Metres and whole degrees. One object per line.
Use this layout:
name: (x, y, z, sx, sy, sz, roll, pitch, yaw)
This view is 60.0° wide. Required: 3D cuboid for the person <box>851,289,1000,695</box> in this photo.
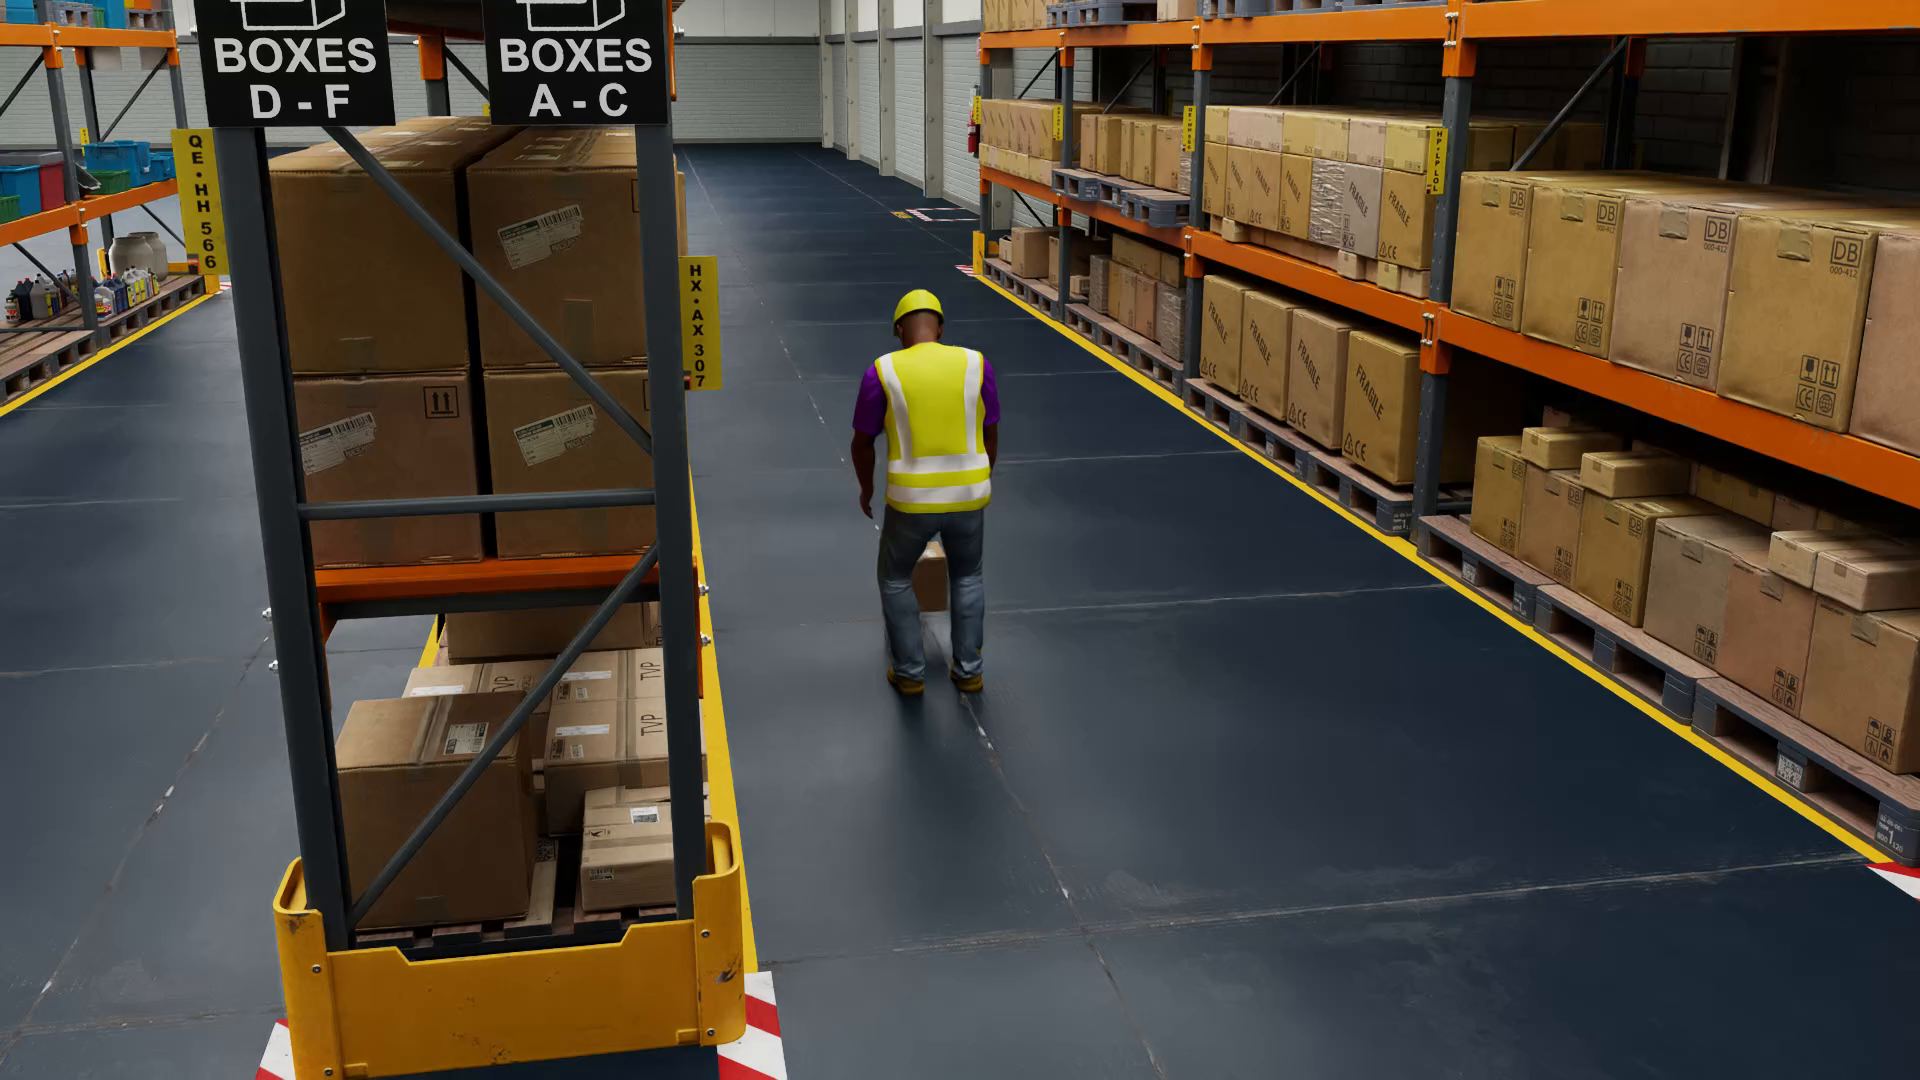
person: (-0.139, -0.186, 6.843, 0.610, 1.648, 0.554, -3, 16, -9)
